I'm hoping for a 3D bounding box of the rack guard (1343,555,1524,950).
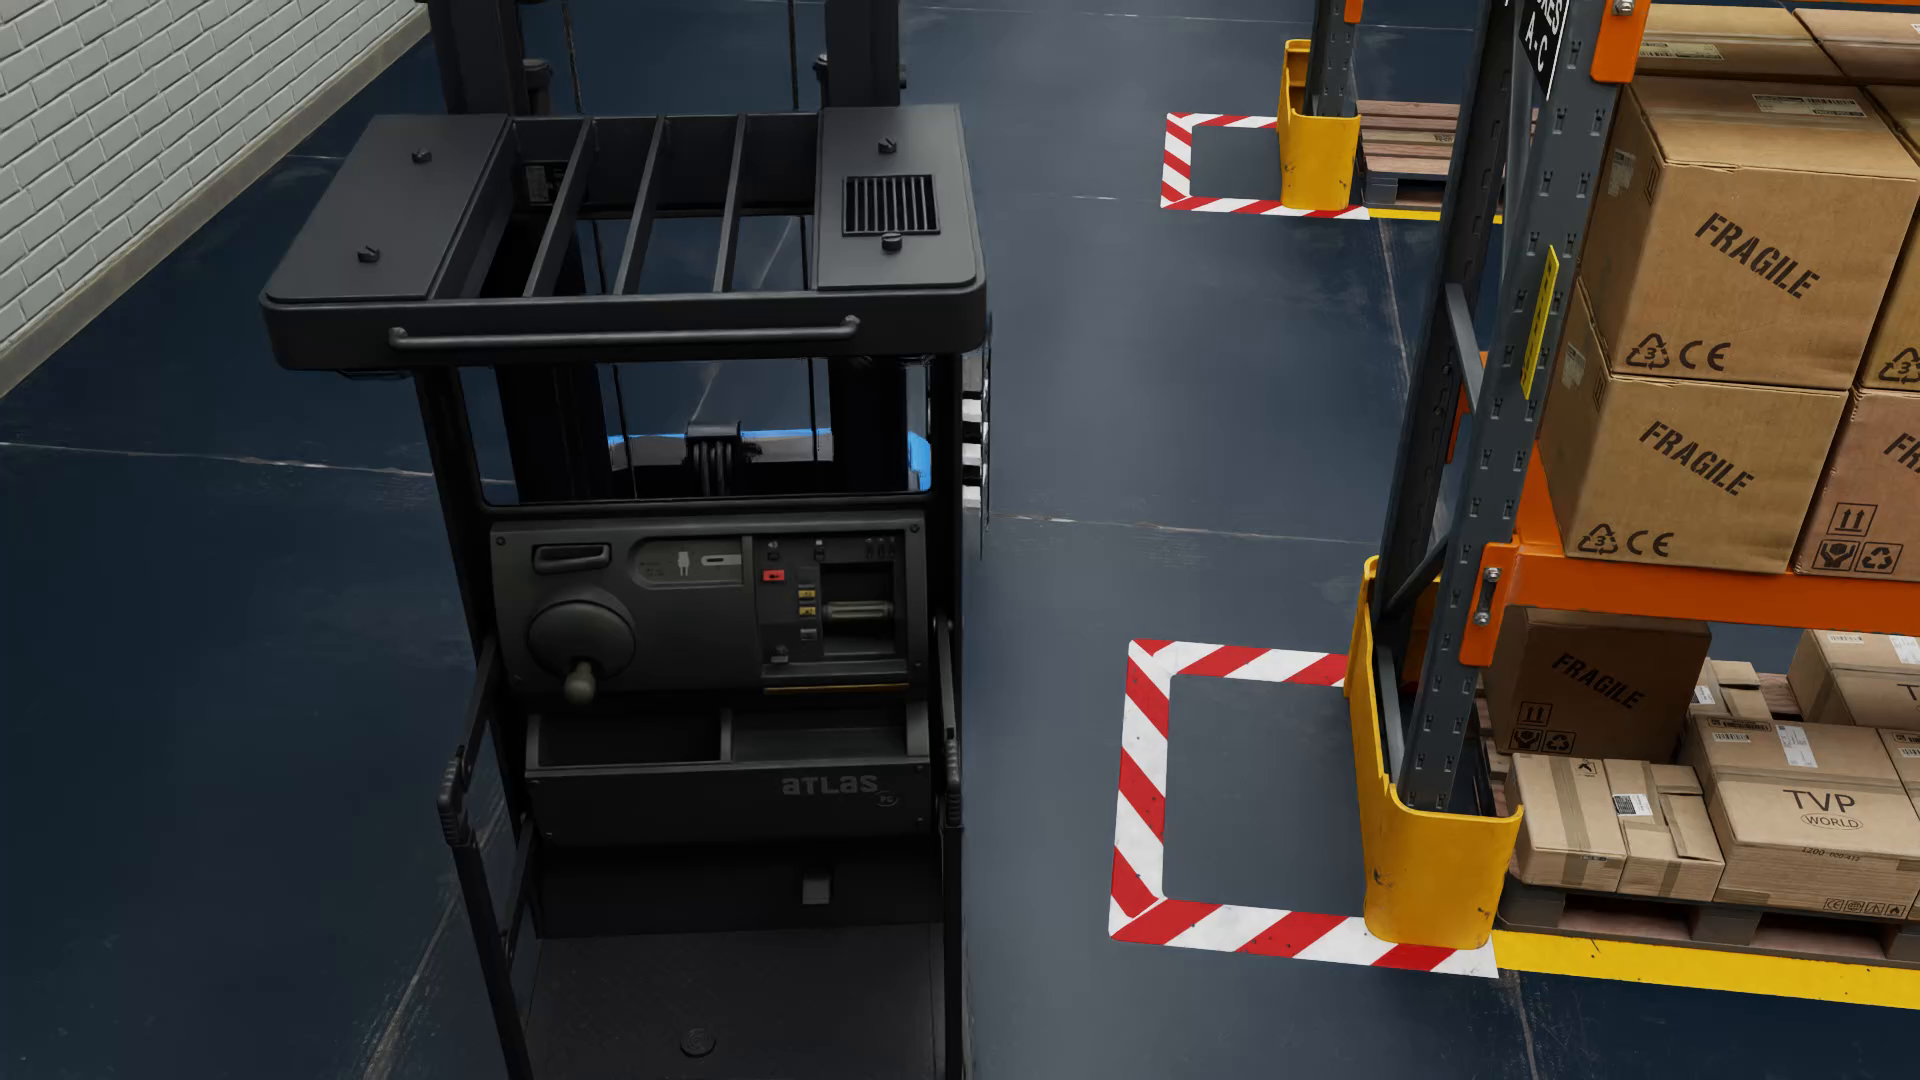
[{"bbox_3d":[1.388,0.597,4.983,0.348,0.500,1.175,4,36,6],"label":"rack guard"}]

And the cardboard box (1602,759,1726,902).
[{"bbox_3d":[1.932,0.796,4.613,0.250,0.166,0.380,4,36,6],"label":"cardboard box"}]

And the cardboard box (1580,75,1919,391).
[{"bbox_3d":[1.719,-0.689,3.687,0.500,0.500,0.500,5,36,7],"label":"cardboard box"}]

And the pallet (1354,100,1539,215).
[{"bbox_3d":[2.761,-2.062,8.957,1.213,0.211,1.003,4,36,6],"label":"pallet"}]

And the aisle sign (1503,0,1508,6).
[{"bbox_3d":[1.284,-1.666,3.764,0.004,0.787,0.394,4,36,6],"label":"aisle sign"}]

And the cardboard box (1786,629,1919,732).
[{"bbox_3d":[2.822,0.500,4.956,0.500,0.250,0.500,4,36,6],"label":"cardboard box"}]

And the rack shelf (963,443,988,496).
[{"bbox_3d":[-0.008,-0.267,6.061,0.200,0.077,0.258,4,36,6],"label":"rack shelf"}]

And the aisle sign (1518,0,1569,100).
[{"bbox_3d":[1.208,-1.320,3.280,0.004,0.787,0.394,4,36,6],"label":"aisle sign"}]

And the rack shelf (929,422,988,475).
[{"bbox_3d":[-0.008,-0.340,6.009,0.200,0.077,0.258,4,36,6],"label":"rack shelf"}]

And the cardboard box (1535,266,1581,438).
[{"bbox_3d":[1.792,-0.591,4.409,0.500,0.500,0.500,5,36,7],"label":"cardboard box"}]

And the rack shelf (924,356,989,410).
[{"bbox_3d":[-0.008,-0.560,5.852,0.200,0.077,0.258,4,36,6],"label":"rack shelf"}]

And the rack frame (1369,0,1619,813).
[{"bbox_3d":[1.313,-0.426,4.265,0.127,3.000,1.000,4,36,6],"label":"rack frame"}]

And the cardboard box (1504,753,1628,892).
[{"bbox_3d":[1.684,0.784,4.644,0.250,0.149,0.380,4,36,6],"label":"cardboard box"}]

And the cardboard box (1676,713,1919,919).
[{"bbox_3d":[2.312,0.755,4.599,0.500,0.250,0.500,4,36,6],"label":"cardboard box"}]

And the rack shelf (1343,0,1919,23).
[{"bbox_3d":[3.931,-2.839,8.265,4.000,0.370,1.077,4,36,6],"label":"rack shelf"}]

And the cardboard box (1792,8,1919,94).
[{"bbox_3d":[2.291,-0.962,4.070,0.500,0.500,0.500,5,36,7],"label":"cardboard box"}]

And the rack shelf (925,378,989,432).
[{"bbox_3d":[-0.008,-0.486,5.904,0.200,0.077,0.258,4,36,6],"label":"rack shelf"}]

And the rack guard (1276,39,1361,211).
[{"bbox_3d":[1.922,-2.257,8.982,0.348,0.500,1.175,4,36,6],"label":"rack guard"}]

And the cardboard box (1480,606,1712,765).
[{"bbox_3d":[1.884,0.311,5.006,0.500,0.500,0.500,4,36,6],"label":"cardboard box"}]

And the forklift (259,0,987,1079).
[{"bbox_3d":[-0.524,0.211,3.431,1.130,2.935,3.031,-2,36,-2],"label":"forklift"}]

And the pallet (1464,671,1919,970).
[{"bbox_3d":[2.179,0.773,4.985,1.213,0.211,1.003,4,36,6],"label":"pallet"}]

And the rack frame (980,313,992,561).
[{"bbox_3d":[0.093,-0.359,5.979,0.006,0.900,0.240,4,36,6],"label":"rack frame"}]

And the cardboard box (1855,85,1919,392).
[{"bbox_3d":[2.239,-0.655,3.639,0.500,0.500,0.500,5,36,6],"label":"cardboard box"}]

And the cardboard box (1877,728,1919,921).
[{"bbox_3d":[2.808,0.792,4.547,0.500,0.250,0.500,4,36,6],"label":"cardboard box"}]

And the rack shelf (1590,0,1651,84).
[{"bbox_3d":[3.297,-1.206,3.395,4.000,0.370,1.077,4,36,6],"label":"rack shelf"}]

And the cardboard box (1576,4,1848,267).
[{"bbox_3d":[1.789,-0.999,4.121,0.500,0.500,0.500,4,36,6],"label":"cardboard box"}]

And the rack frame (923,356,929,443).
[{"bbox_3d":[-0.109,-0.374,6.000,0.006,0.900,0.240,4,36,6],"label":"rack frame"}]

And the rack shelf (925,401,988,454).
[{"bbox_3d":[-0.008,-0.413,5.957,0.200,0.077,0.258,4,36,6],"label":"rack shelf"}]

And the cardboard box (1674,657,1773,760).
[{"bbox_3d":[2.274,0.528,4.988,0.250,0.166,0.380,4,36,6],"label":"cardboard box"}]

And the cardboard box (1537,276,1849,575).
[{"bbox_3d":[1.719,-0.282,3.977,0.500,0.500,0.500,5,36,7],"label":"cardboard box"}]

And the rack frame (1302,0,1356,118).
[{"bbox_3d":[1.947,-3.280,8.264,0.127,3.000,1.000,4,36,6],"label":"rack frame"}]

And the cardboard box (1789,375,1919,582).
[{"bbox_3d":[2.232,-0.247,3.928,0.500,0.500,0.500,4,36,5],"label":"cardboard box"}]

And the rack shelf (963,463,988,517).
[{"bbox_3d":[-0.008,-0.193,6.113,0.200,0.077,0.258,4,36,6],"label":"rack shelf"}]

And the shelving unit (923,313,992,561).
[{"bbox_3d":[-0.008,-0.367,5.989,0.210,0.900,0.258,4,36,6],"label":"shelving unit"}]

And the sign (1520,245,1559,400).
[{"bbox_3d":[1.244,-0.466,3.575,0.005,0.325,0.100,4,36,6],"label":"sign"}]

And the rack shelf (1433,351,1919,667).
[{"bbox_3d":[3.297,0.015,4.267,4.000,0.370,1.077,4,36,6],"label":"rack shelf"}]
